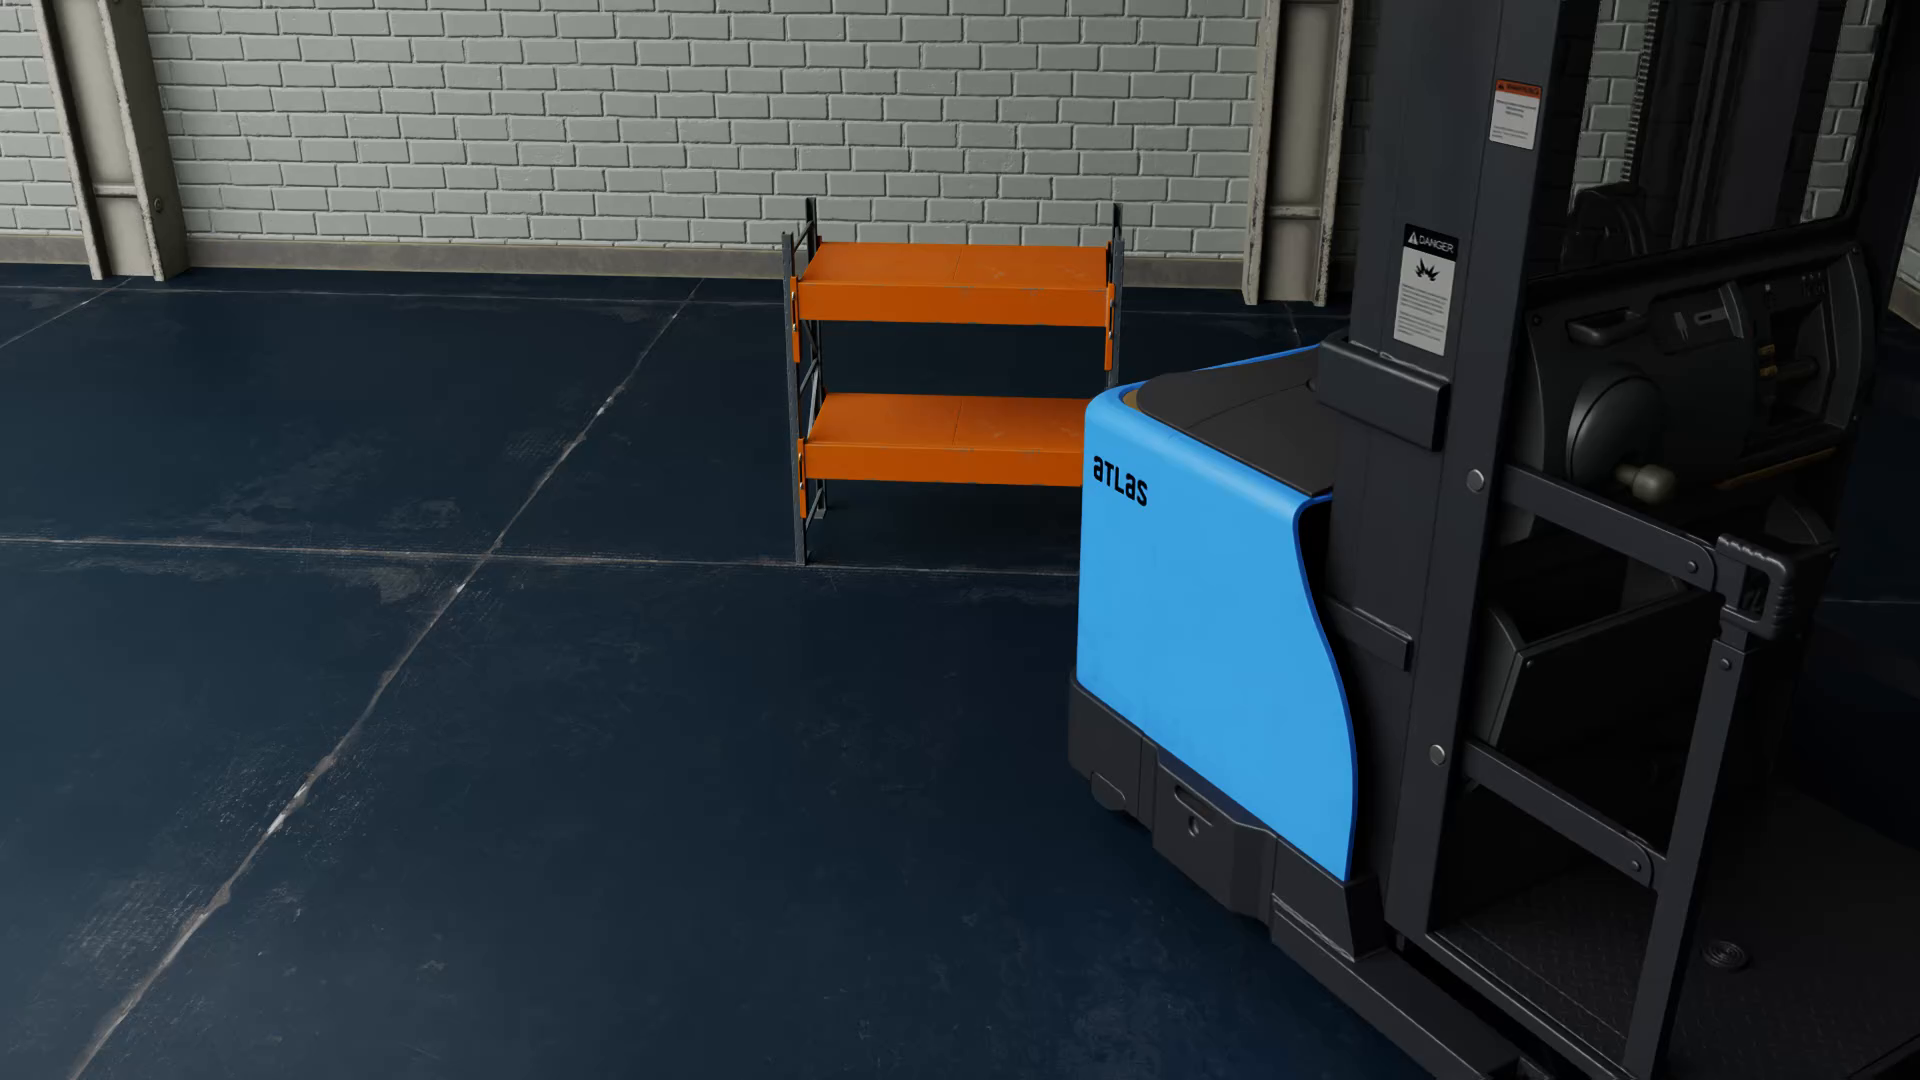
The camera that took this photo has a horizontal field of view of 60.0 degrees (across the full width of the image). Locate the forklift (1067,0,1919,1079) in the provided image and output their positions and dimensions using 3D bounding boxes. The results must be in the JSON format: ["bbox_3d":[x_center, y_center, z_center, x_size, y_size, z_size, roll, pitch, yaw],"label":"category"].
[{"bbox_3d":[1.470,-0.284,2.860,1.130,2.935,3.031,-14,28,-28],"label":"forklift"}]

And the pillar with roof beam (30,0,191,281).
[{"bbox_3d":[-4.674,-3.719,3.067,0.400,9.000,9.100,2,25,4],"label":"pillar with roof beam"}]

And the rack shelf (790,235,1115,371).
[{"bbox_3d":[-0.007,-0.777,5.393,1.000,0.278,0.538,2,25,4],"label":"rack shelf"}]

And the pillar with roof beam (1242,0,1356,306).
[{"bbox_3d":[1.309,-3.527,2.649,0.400,9.000,9.100,2,25,4],"label":"pillar with roof beam"}]

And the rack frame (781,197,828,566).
[{"bbox_3d":[-0.514,-0.527,5.551,0.032,1.125,0.500,2,25,4],"label":"rack frame"}]

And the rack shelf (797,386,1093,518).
[{"bbox_3d":[-0.007,-0.289,5.618,1.000,0.278,0.538,2,25,4],"label":"rack shelf"}]

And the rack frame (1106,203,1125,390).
[{"bbox_3d":[0.500,-0.495,5.480,0.032,1.125,0.500,2,25,4],"label":"rack frame"}]

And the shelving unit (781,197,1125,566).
[{"bbox_3d":[-0.007,-0.511,5.515,1.048,1.125,0.538,2,25,4],"label":"shelving unit"}]
